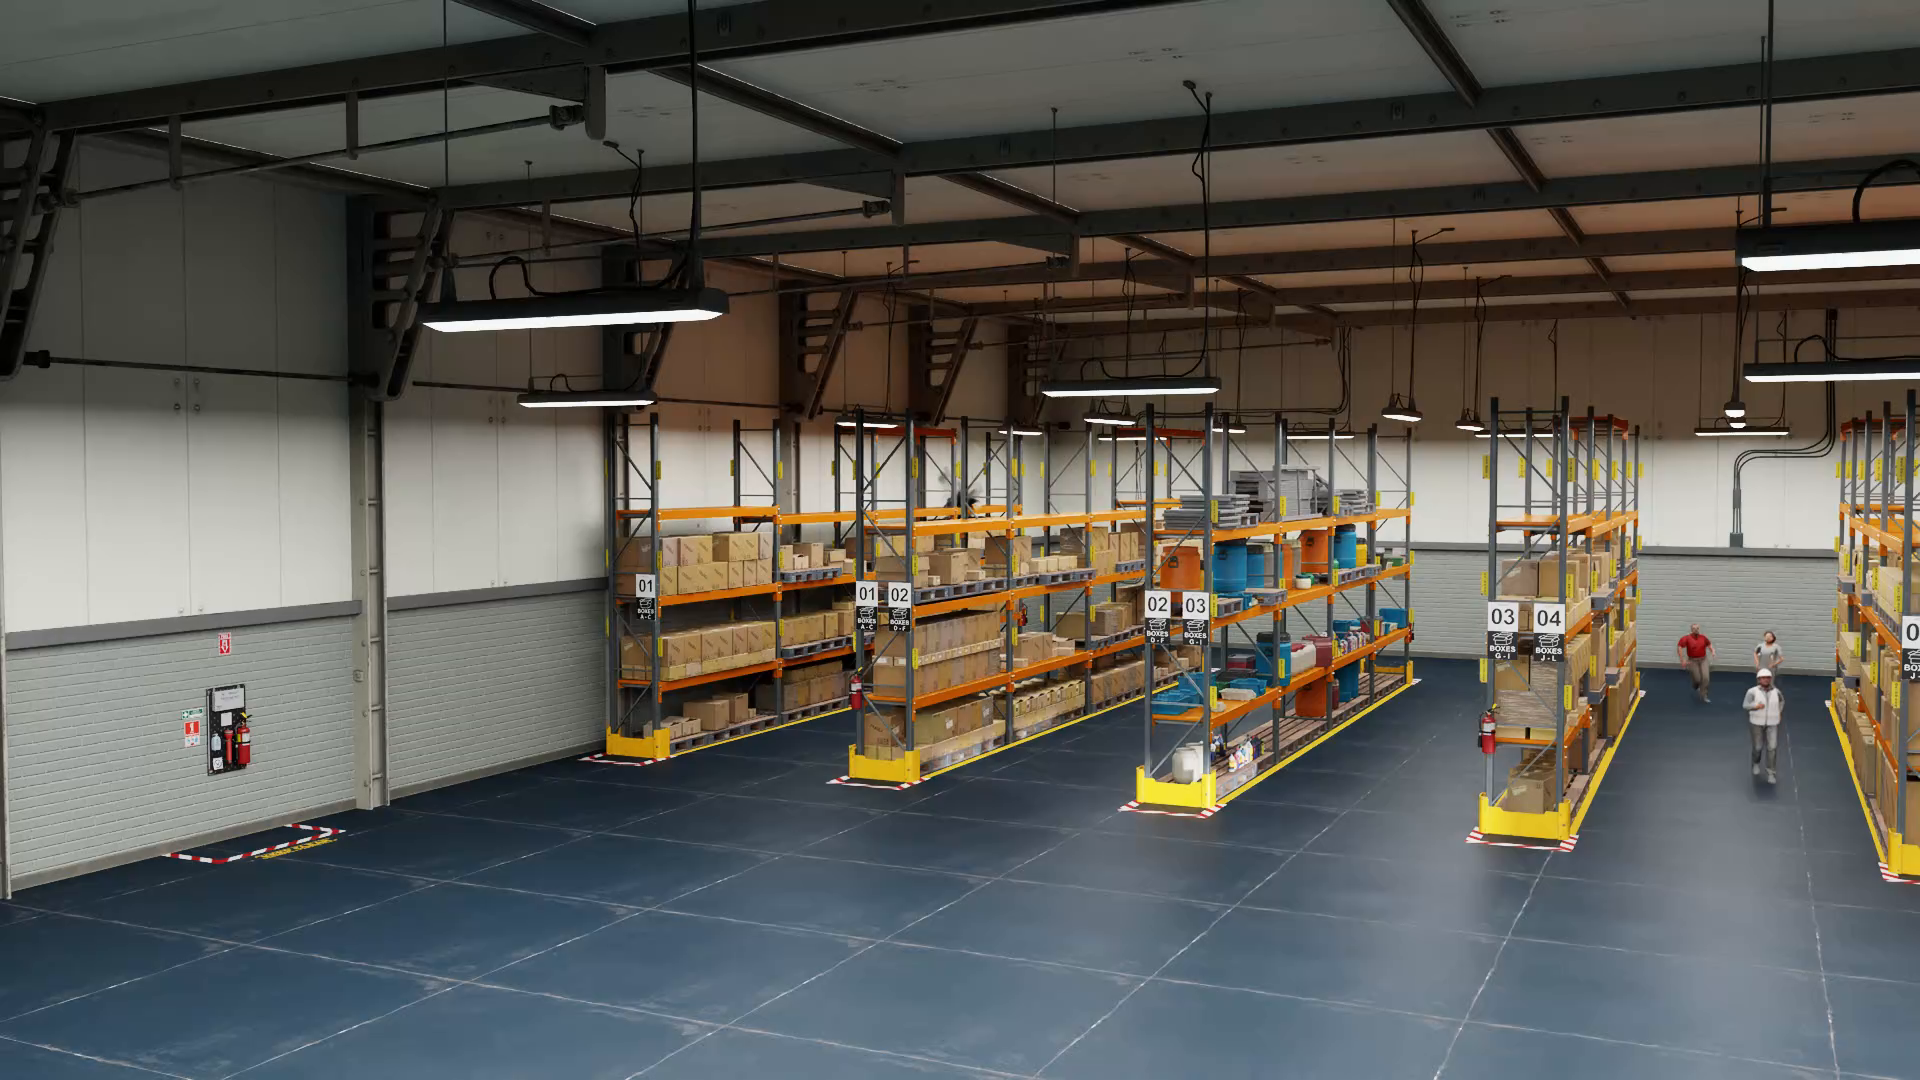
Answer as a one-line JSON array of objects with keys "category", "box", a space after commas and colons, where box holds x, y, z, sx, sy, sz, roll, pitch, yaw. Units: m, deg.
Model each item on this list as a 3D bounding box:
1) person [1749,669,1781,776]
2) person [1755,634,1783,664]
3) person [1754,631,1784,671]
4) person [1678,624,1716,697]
[{"category": "person", "box": [12.959, 2.915, 26.744, 0.502, 1.687, 0.777, 1, 3, 16]}, {"category": "person", "box": [17.316, 2.852, 35.577, 0.596, 1.341, 0.574, -2, 3, -33]}, {"category": "person", "box": [16.812, 2.727, 34.591, 0.576, 1.680, 0.870, 1, 3, 30]}, {"category": "person", "box": [15.991, 2.606, 36.149, 0.760, 1.581, 0.594, 0, 2, 7]}]
